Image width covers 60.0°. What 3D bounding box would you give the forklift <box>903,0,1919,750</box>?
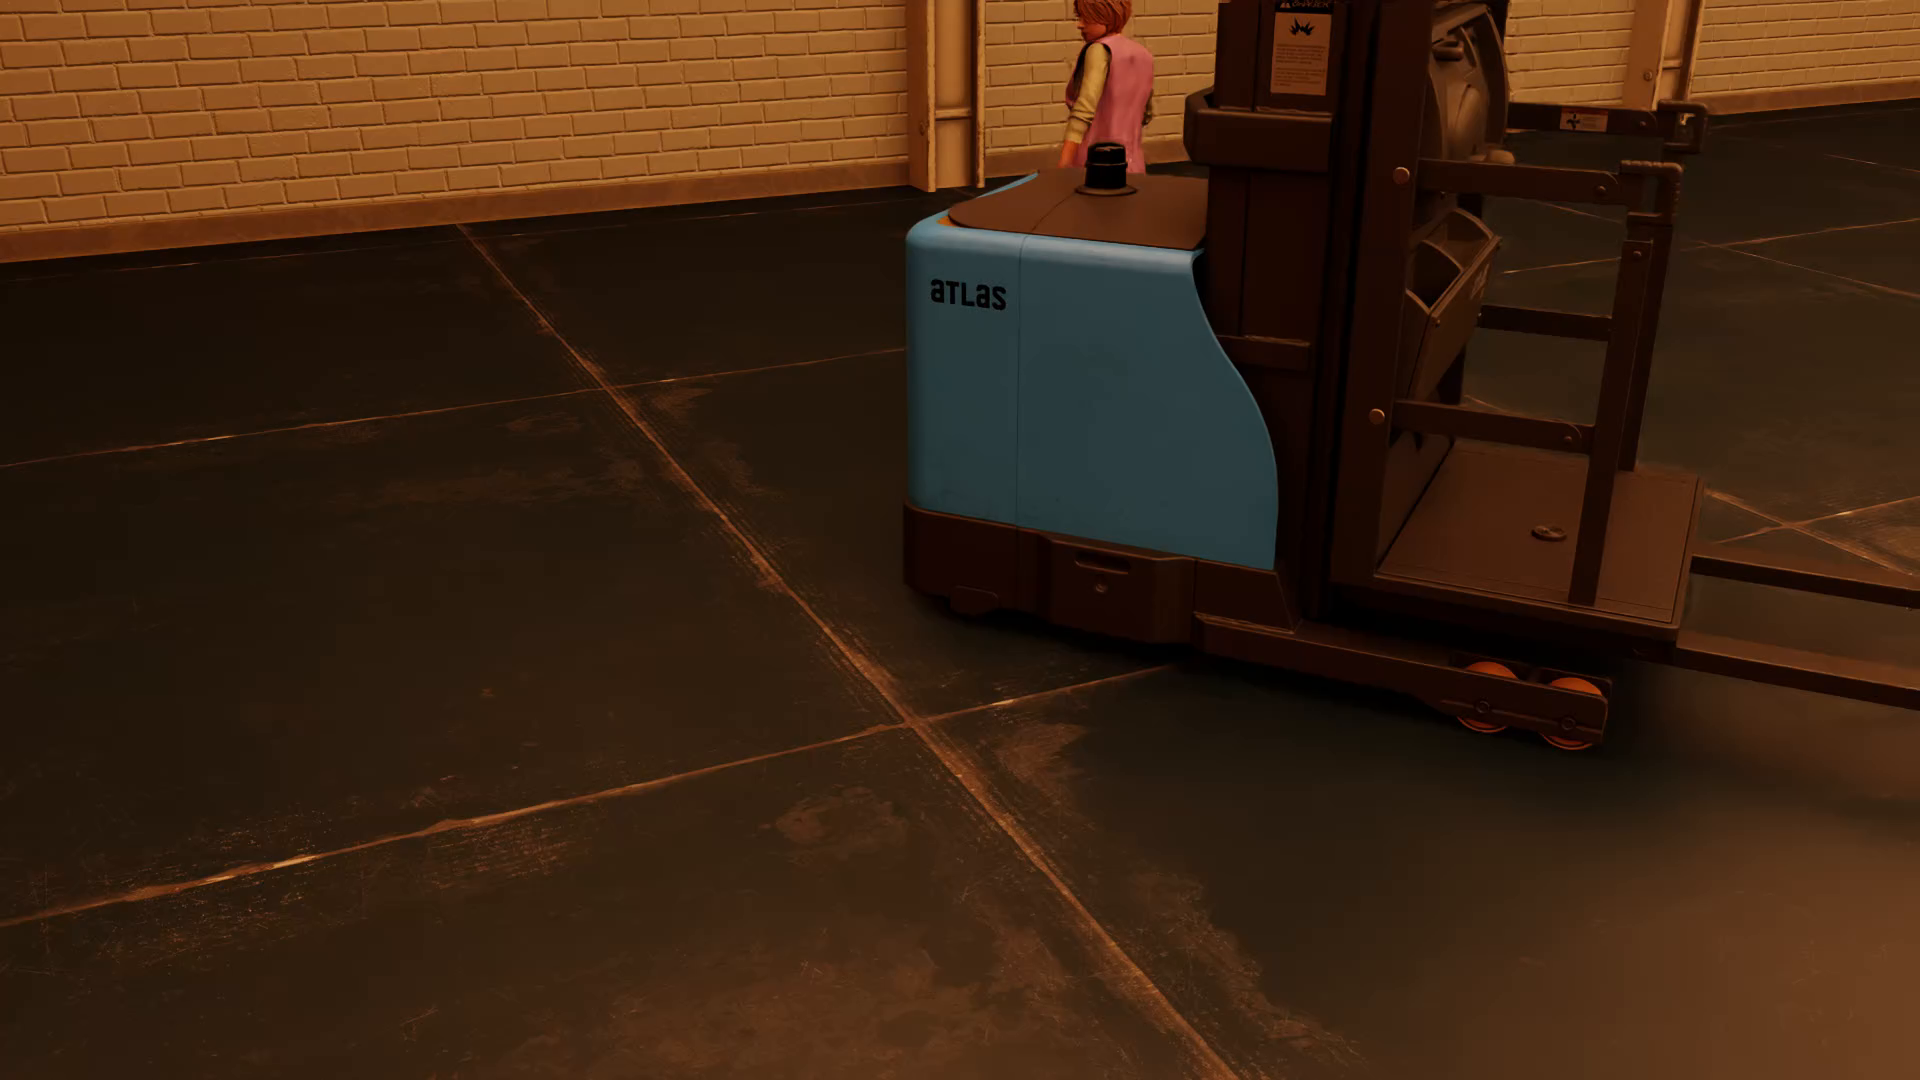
[{"bbox_3d":[1.401,-1.091,3.913,3.031,2.935,1.130,10,25,23],"label":"forklift"}]

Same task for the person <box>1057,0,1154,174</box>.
[{"bbox_3d":[0.521,-1.429,6.589,0.648,1.514,0.580,-12,25,-27],"label":"person"}]
